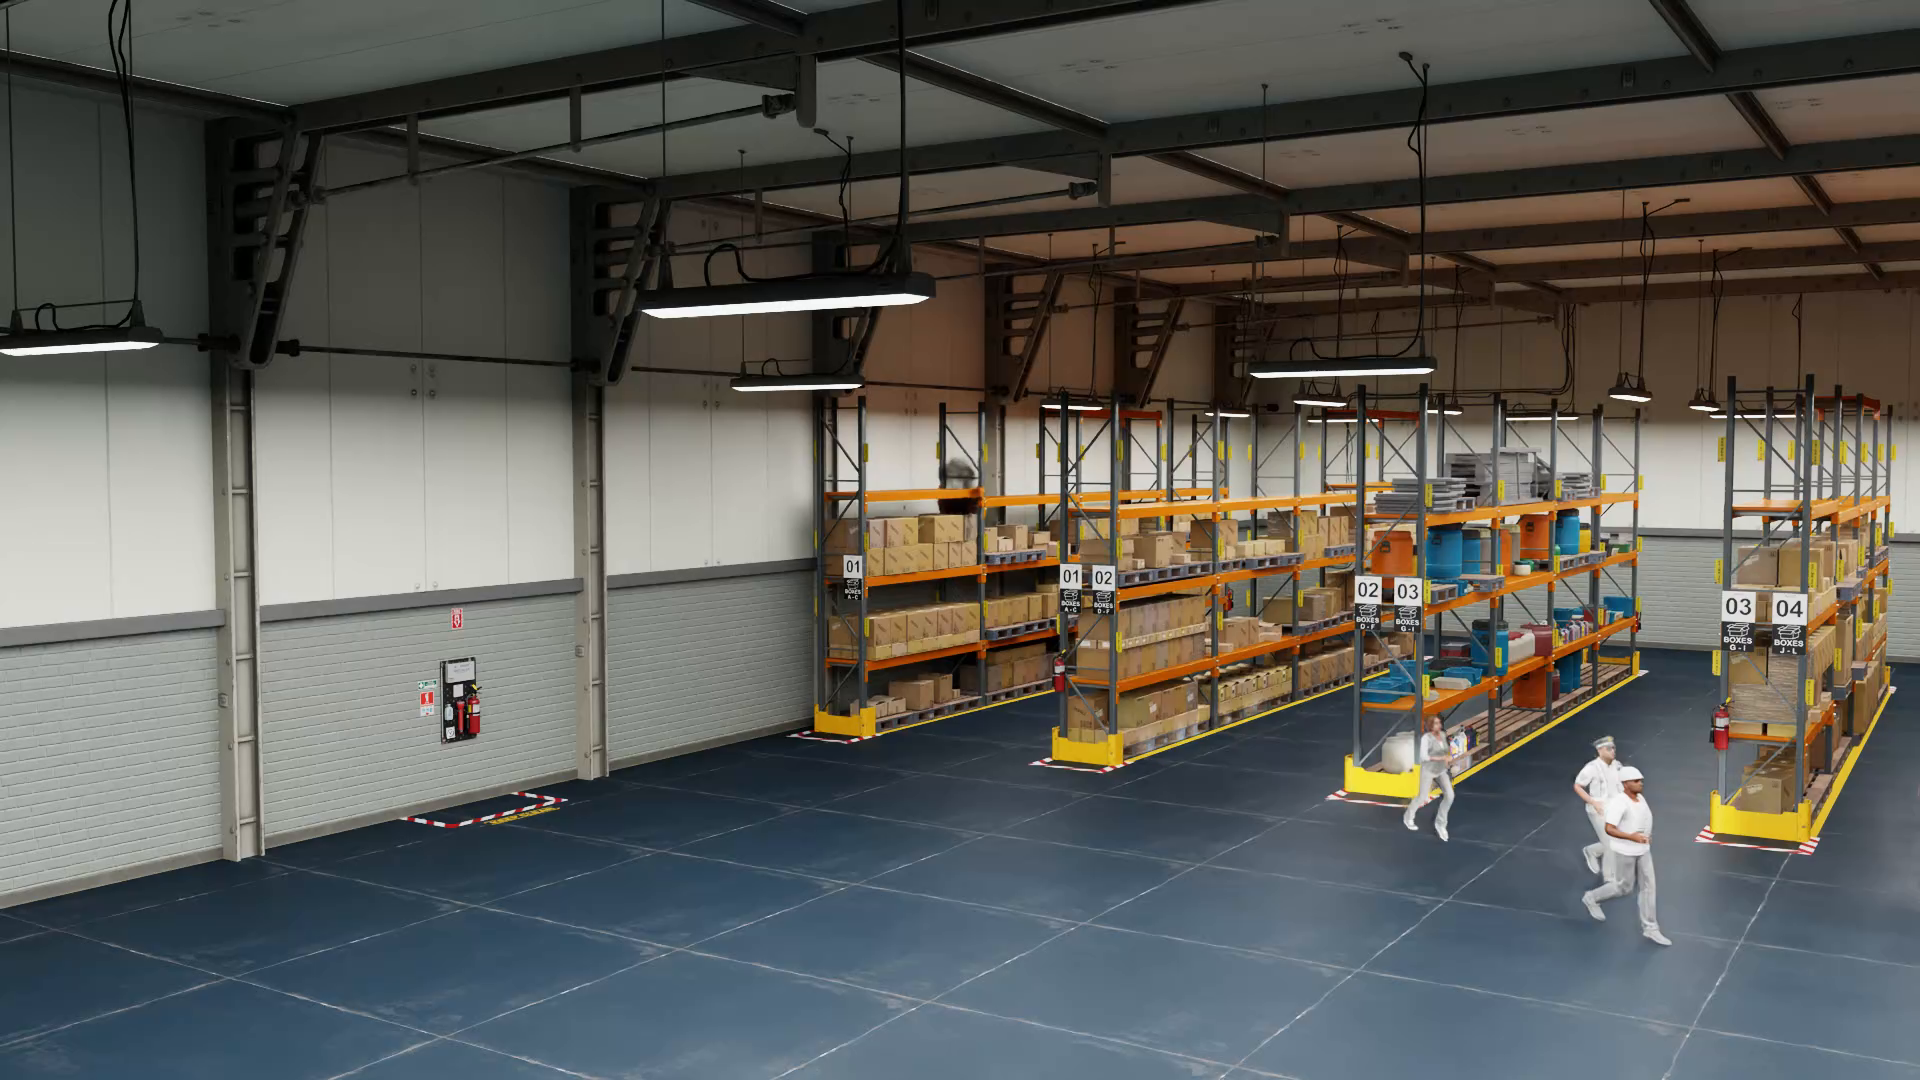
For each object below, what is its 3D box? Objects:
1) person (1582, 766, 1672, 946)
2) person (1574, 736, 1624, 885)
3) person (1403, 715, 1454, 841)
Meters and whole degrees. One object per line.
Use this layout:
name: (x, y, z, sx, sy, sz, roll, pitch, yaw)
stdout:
person: (6.899, 3.215, 17.165, 0.700, 1.772, 0.963, -2, 4, -34)
person: (7.430, 3.120, 19.192, 0.672, 1.741, 0.779, -1, 3, -25)
person: (6.151, 3.076, 21.630, 0.548, 1.601, 0.825, -1, 3, -23)
